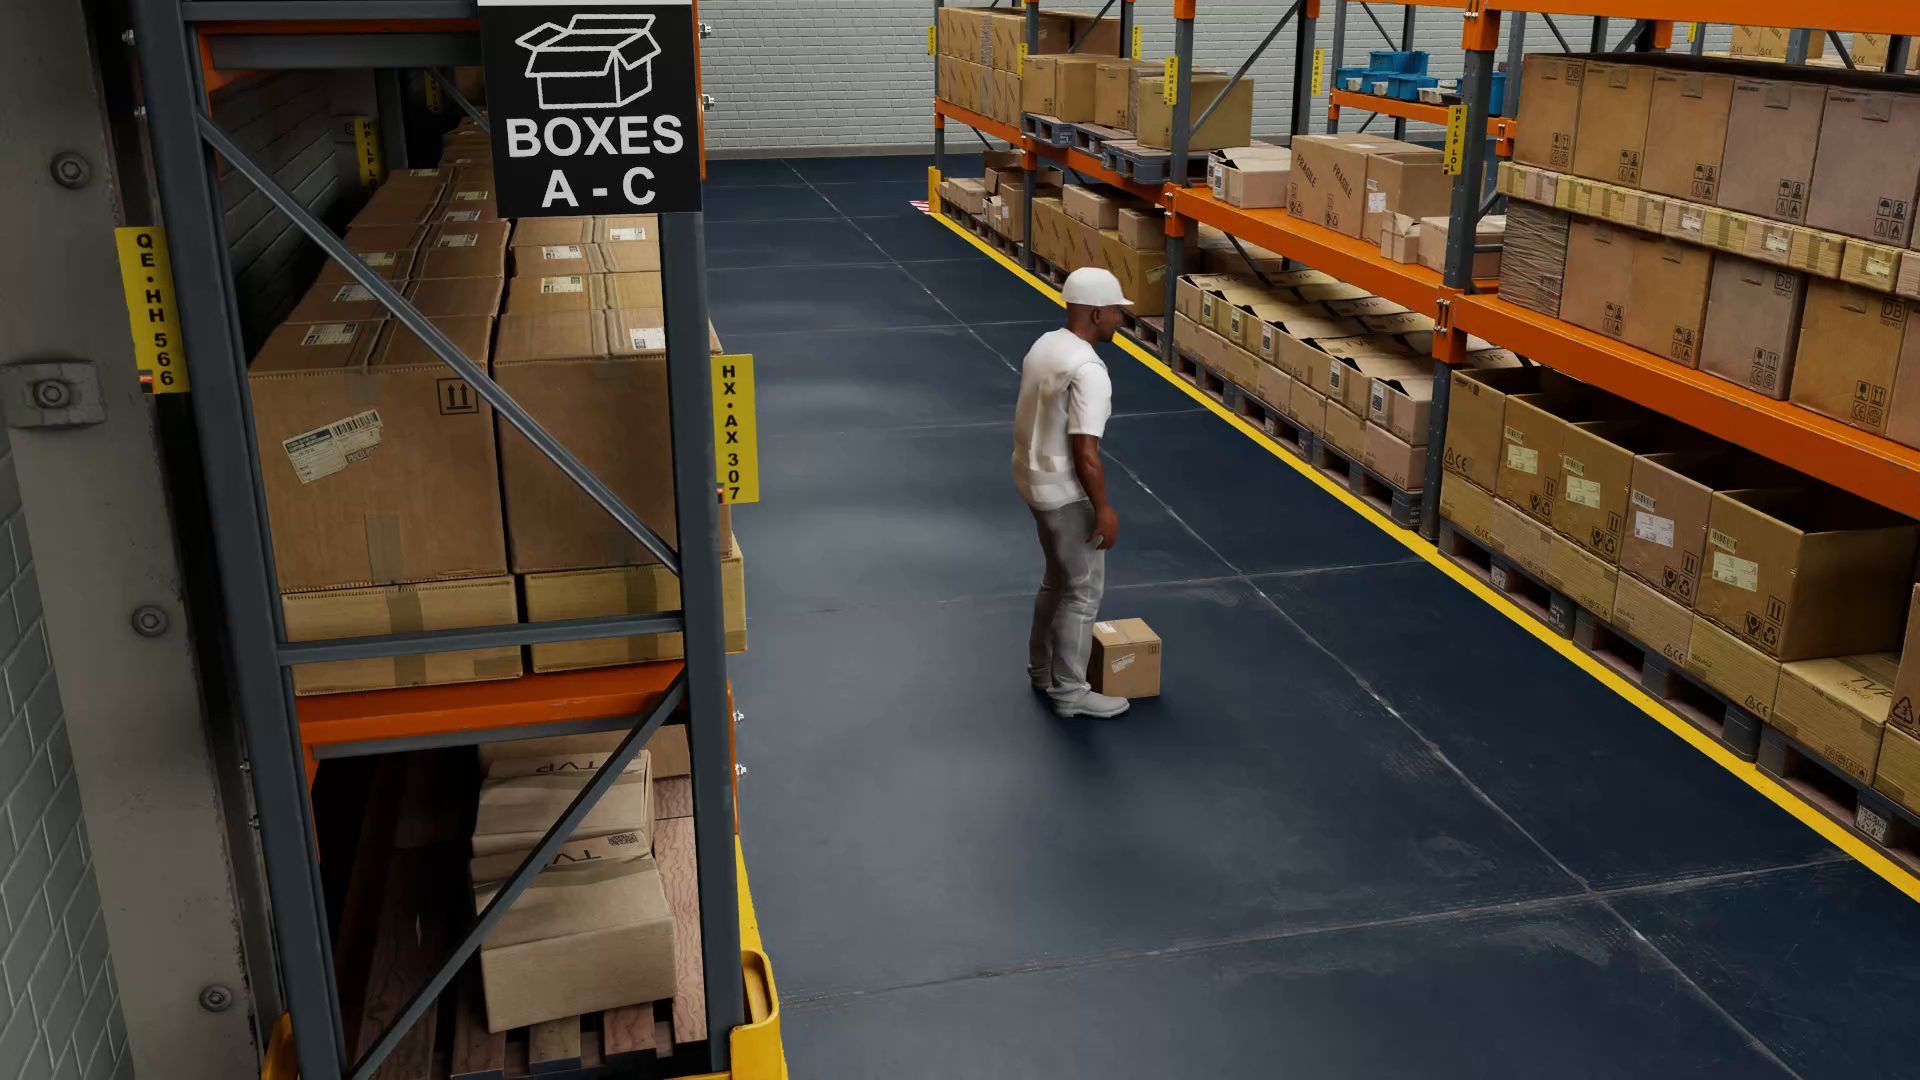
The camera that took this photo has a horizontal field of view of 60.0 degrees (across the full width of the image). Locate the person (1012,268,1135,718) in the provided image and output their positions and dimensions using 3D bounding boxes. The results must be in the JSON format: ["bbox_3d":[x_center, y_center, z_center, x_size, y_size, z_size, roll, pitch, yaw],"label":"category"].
[{"bbox_3d":[0.453,-0.197,6.599,0.459,1.761,0.638,-5,20,-14],"label":"person"}]
